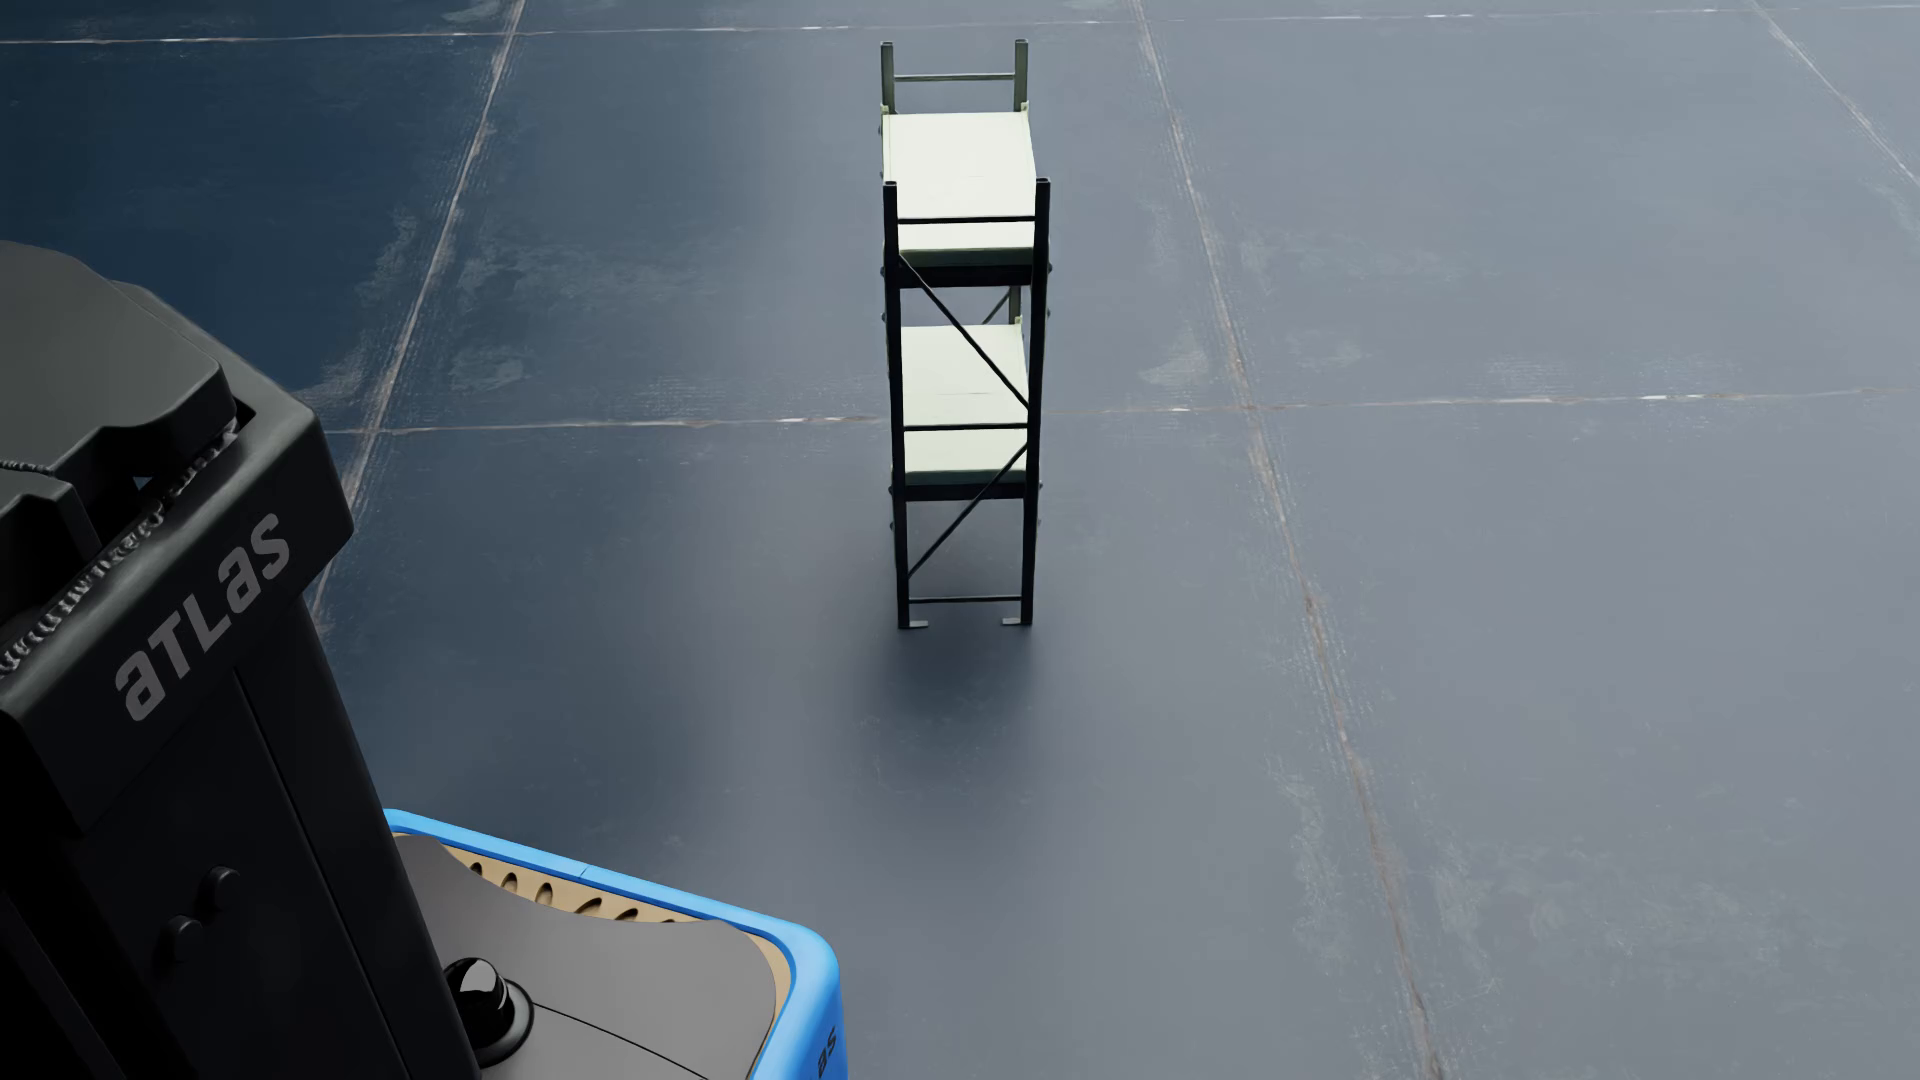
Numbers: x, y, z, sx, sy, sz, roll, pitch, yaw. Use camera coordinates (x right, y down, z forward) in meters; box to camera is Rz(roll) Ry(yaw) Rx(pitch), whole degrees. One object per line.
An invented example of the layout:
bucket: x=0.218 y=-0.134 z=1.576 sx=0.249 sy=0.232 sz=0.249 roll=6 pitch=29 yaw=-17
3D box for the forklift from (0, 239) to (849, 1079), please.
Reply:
forklift: x=-1.142 y=1.248 z=1.719 sx=1.130 sy=2.935 sz=3.031 roll=13 pitch=44 yaw=13

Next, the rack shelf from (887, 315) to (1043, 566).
rack shelf: x=0.000 y=-0.308 z=4.959 sx=0.431 sy=0.370 sz=0.720 roll=-2 pitch=43 yaw=-2

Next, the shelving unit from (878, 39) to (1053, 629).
shelving unit: x=0.000 y=-0.548 z=4.738 sx=0.431 sy=1.500 sz=0.755 roll=-2 pitch=43 yaw=-2

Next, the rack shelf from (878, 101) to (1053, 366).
rack shelf: x=0.000 y=-0.836 z=4.475 sx=0.431 sy=0.370 sz=0.720 roll=-2 pitch=43 yaw=-2

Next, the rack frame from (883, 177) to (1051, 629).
rack frame: x=0.016 y=-0.301 z=4.469 sx=0.400 sy=1.500 sz=0.023 roll=-2 pitch=43 yaw=-2

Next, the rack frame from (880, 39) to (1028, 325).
rack frame: x=-0.015 y=-0.795 z=5.008 sx=0.400 sy=1.500 sz=0.023 roll=-2 pitch=43 yaw=-2
